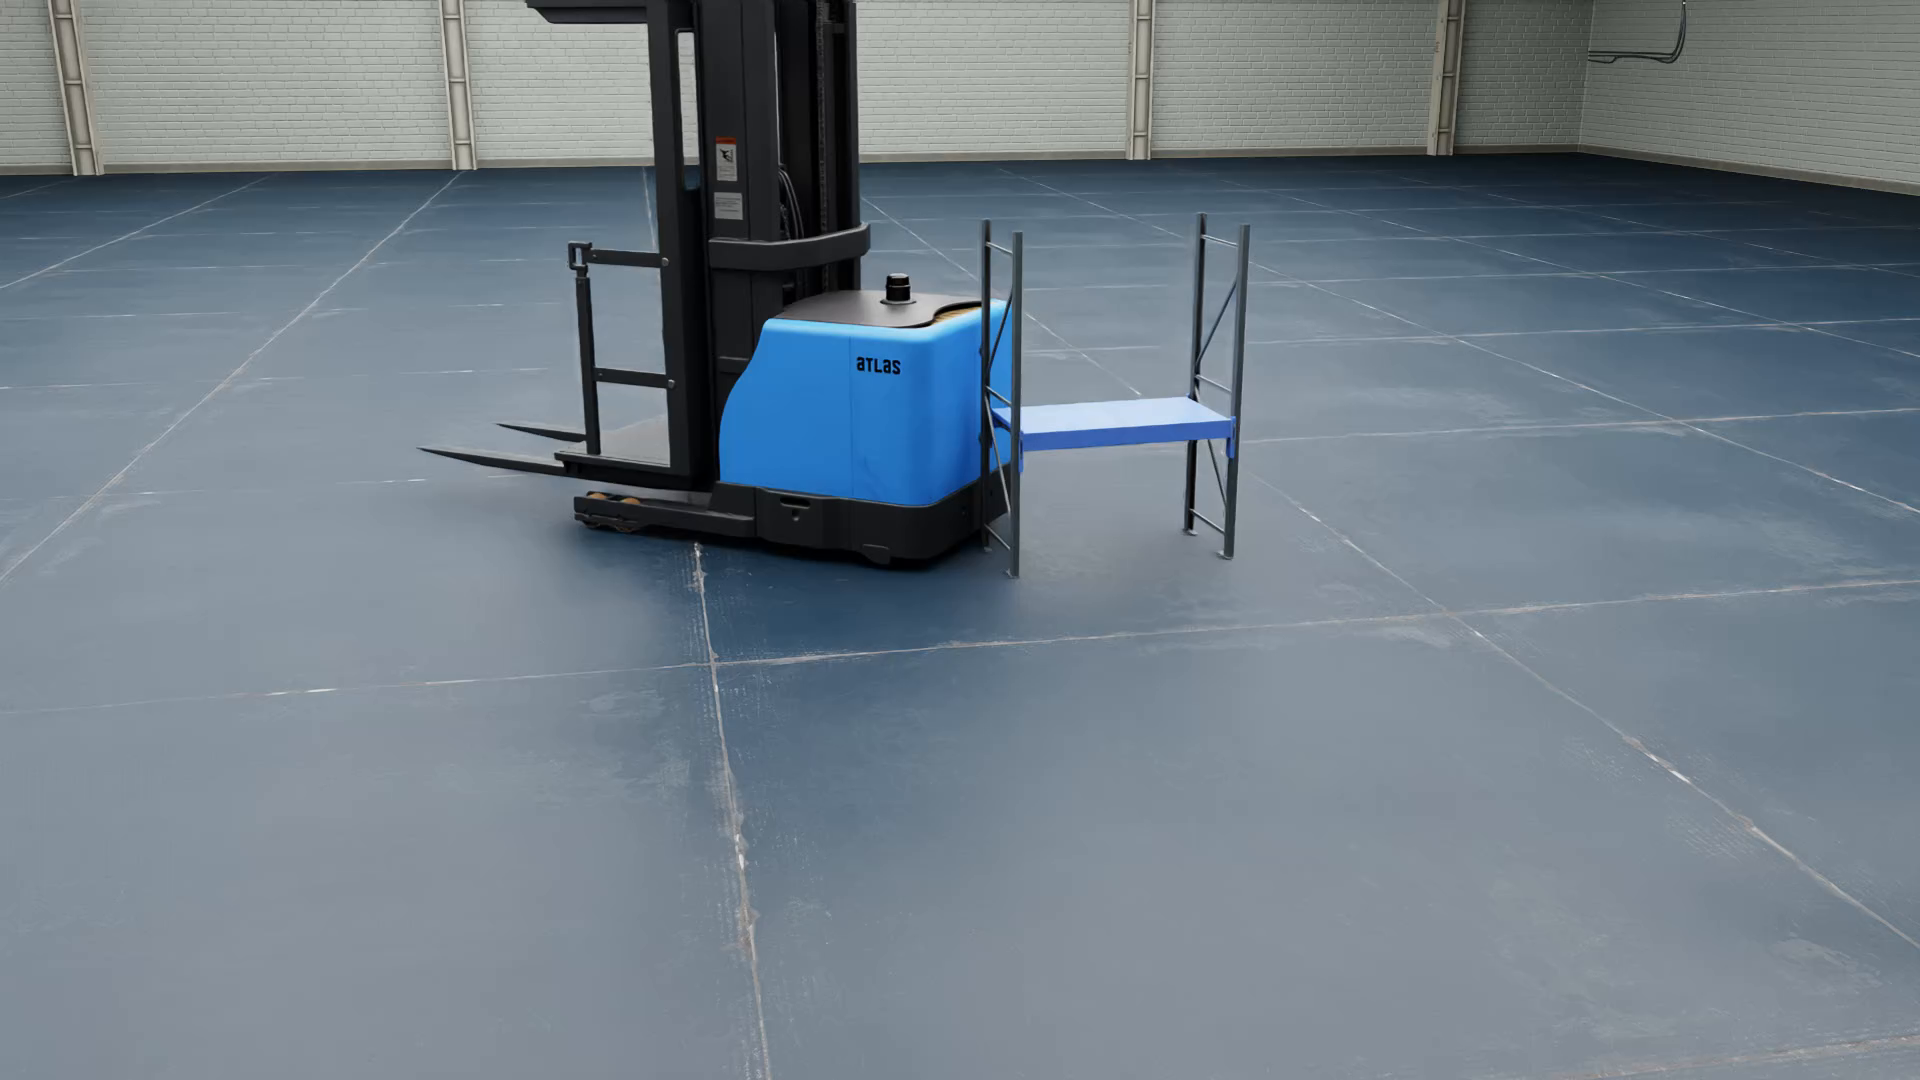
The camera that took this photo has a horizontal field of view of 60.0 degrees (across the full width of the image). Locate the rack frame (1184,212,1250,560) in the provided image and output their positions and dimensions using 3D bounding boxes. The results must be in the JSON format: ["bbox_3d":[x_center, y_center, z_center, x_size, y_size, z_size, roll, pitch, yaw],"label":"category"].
[{"bbox_3d":[1.155,-0.697,7.527,0.032,1.500,0.500,-5,18,-15],"label":"rack frame"}]

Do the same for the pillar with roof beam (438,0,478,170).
[{"bbox_3d":[-7.678,-9.435,23.204,0.400,9.000,9.100,-3,17,-10],"label":"pillar with roof beam"}]

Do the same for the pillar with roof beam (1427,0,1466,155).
[{"bbox_3d":[9.995,-10.438,26.468,0.400,9.000,9.100,-3,17,-10],"label":"pillar with roof beam"}]

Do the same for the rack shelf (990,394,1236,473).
[{"bbox_3d":[0.665,-0.485,7.448,1.000,0.185,0.538,-5,18,-15],"label":"rack shelf"}]

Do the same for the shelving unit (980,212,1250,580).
[{"bbox_3d":[0.665,-0.657,7.396,1.048,1.500,0.538,-5,18,-15],"label":"shelving unit"}]

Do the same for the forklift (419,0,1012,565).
[{"bbox_3d":[-1.292,-1.564,7.912,3.031,2.935,1.130,8,19,24],"label":"forklift"}]

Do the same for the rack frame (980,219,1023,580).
[{"bbox_3d":[0.176,-0.616,7.264,0.032,1.500,0.500,-5,18,-15],"label":"rack frame"}]

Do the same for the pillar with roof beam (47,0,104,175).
[{"bbox_3d":[-13.569,-9.101,22.116,0.400,9.000,9.100,-3,17,-10],"label":"pillar with roof beam"}]

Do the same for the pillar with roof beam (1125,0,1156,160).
[{"bbox_3d":[4.104,-10.103,25.380,0.400,9.000,9.100,-3,17,-10],"label":"pillar with roof beam"}]

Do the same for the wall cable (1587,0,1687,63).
[{"bbox_3d":[12.322,-9.977,30.258,0.112,2.526,3.097,-3,17,-10],"label":"wall cable"}]
